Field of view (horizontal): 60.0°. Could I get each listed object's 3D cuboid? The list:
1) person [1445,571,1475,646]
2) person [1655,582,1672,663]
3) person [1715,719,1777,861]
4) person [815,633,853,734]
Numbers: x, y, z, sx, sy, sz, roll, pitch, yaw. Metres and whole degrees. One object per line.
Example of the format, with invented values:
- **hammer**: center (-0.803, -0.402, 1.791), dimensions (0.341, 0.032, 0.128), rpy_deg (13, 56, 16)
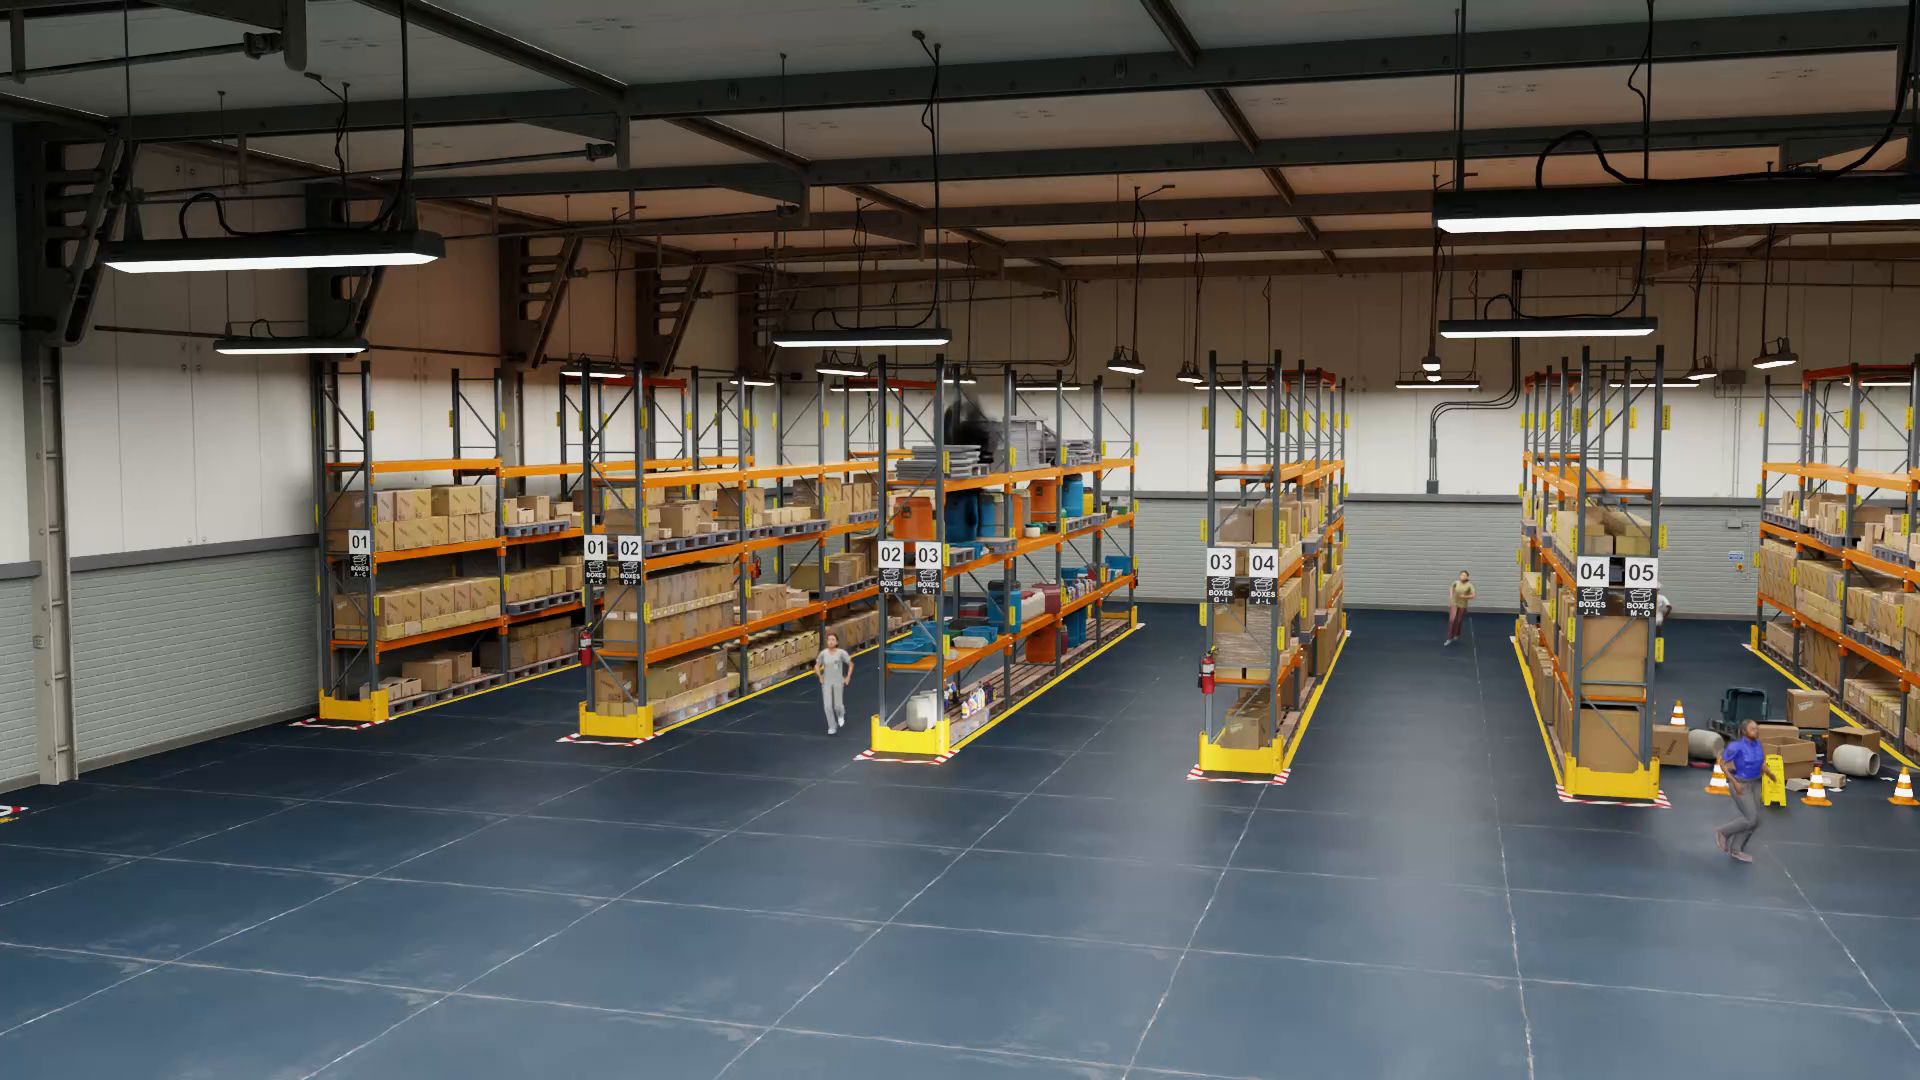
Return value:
- **person**: center (11.287, 1.524, 37.365), dimensions (0.587, 1.701, 0.856), rpy_deg (2, 5, 27)
- **person**: center (14.257, 1.721, 34.157), dimensions (0.560, 1.747, 0.727), rpy_deg (0, 4, 4)
- **person**: center (8.992, 2.847, 18.969), dimensions (0.567, 1.625, 0.578), rpy_deg (-2, 5, -27)
- **person**: center (-2.020, 2.287, 26.597), dimensions (0.610, 1.624, 0.597), rpy_deg (0, 4, 5)
